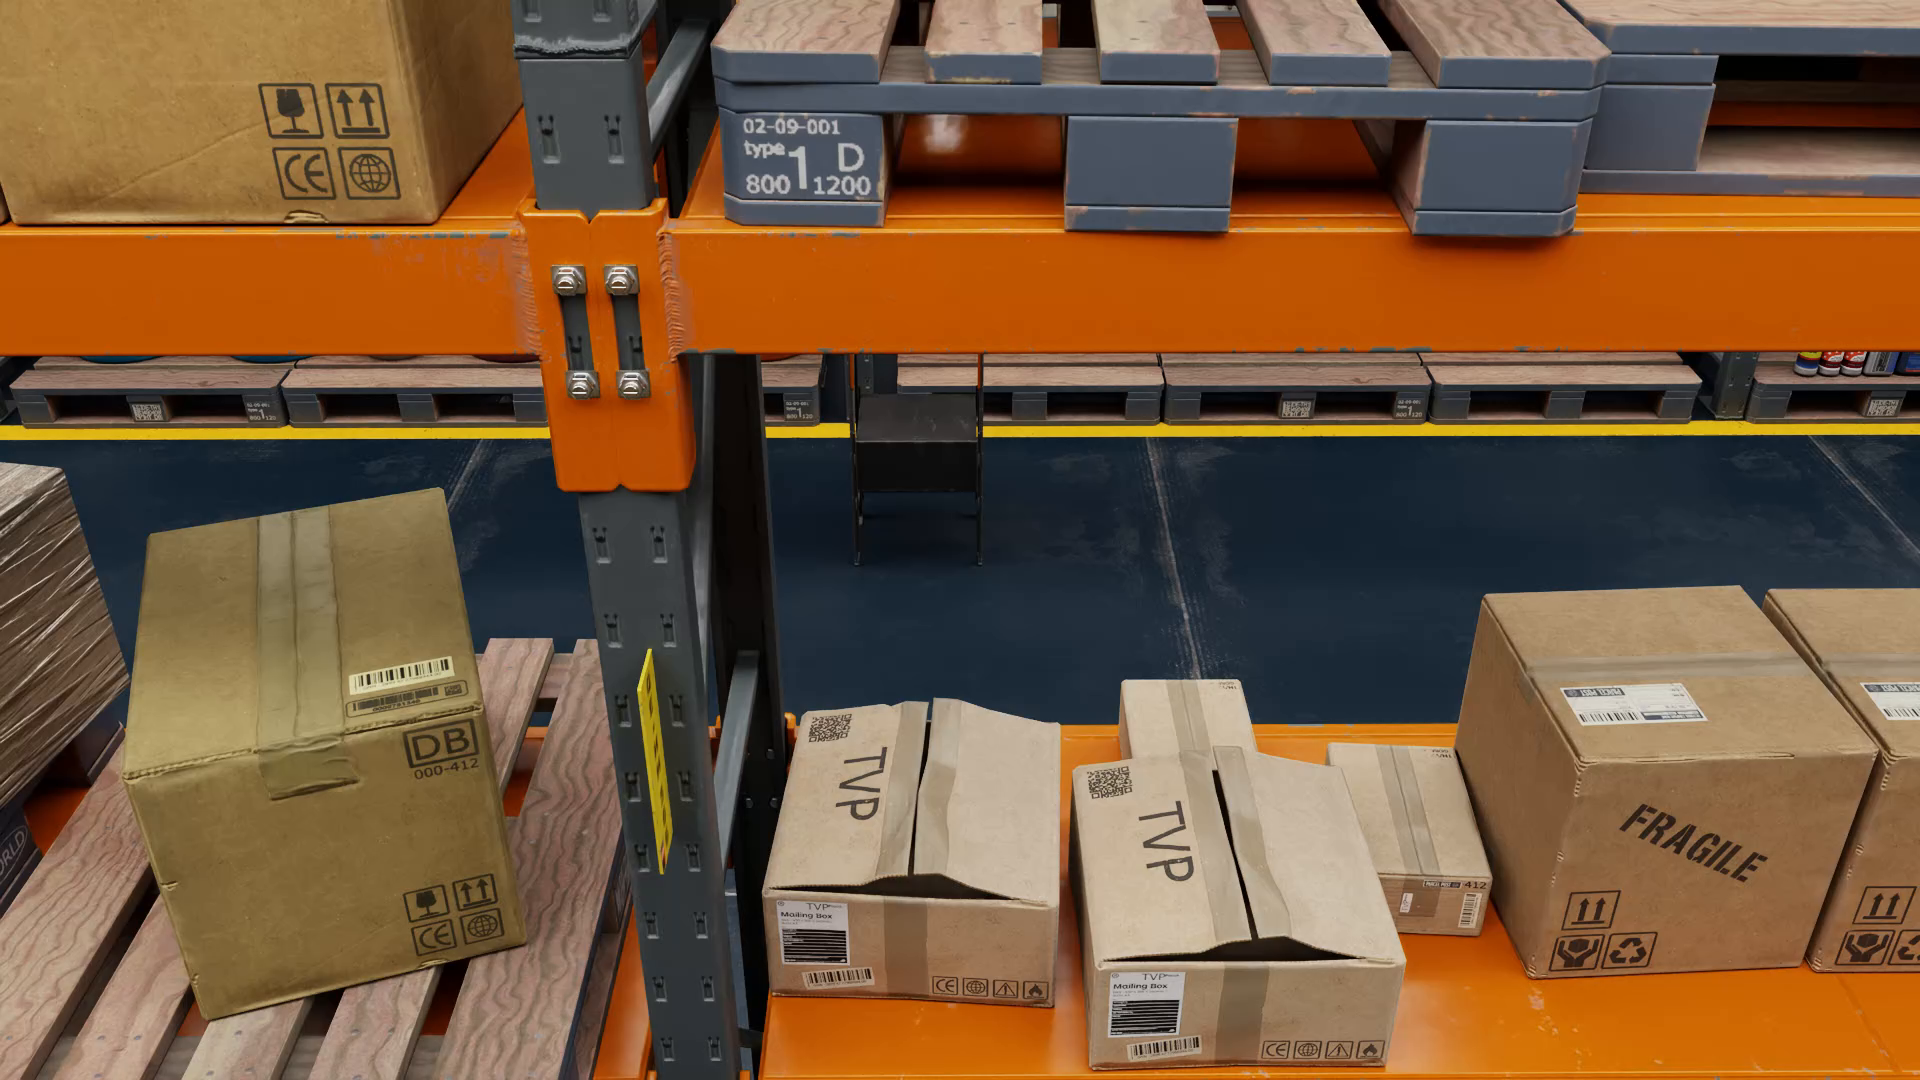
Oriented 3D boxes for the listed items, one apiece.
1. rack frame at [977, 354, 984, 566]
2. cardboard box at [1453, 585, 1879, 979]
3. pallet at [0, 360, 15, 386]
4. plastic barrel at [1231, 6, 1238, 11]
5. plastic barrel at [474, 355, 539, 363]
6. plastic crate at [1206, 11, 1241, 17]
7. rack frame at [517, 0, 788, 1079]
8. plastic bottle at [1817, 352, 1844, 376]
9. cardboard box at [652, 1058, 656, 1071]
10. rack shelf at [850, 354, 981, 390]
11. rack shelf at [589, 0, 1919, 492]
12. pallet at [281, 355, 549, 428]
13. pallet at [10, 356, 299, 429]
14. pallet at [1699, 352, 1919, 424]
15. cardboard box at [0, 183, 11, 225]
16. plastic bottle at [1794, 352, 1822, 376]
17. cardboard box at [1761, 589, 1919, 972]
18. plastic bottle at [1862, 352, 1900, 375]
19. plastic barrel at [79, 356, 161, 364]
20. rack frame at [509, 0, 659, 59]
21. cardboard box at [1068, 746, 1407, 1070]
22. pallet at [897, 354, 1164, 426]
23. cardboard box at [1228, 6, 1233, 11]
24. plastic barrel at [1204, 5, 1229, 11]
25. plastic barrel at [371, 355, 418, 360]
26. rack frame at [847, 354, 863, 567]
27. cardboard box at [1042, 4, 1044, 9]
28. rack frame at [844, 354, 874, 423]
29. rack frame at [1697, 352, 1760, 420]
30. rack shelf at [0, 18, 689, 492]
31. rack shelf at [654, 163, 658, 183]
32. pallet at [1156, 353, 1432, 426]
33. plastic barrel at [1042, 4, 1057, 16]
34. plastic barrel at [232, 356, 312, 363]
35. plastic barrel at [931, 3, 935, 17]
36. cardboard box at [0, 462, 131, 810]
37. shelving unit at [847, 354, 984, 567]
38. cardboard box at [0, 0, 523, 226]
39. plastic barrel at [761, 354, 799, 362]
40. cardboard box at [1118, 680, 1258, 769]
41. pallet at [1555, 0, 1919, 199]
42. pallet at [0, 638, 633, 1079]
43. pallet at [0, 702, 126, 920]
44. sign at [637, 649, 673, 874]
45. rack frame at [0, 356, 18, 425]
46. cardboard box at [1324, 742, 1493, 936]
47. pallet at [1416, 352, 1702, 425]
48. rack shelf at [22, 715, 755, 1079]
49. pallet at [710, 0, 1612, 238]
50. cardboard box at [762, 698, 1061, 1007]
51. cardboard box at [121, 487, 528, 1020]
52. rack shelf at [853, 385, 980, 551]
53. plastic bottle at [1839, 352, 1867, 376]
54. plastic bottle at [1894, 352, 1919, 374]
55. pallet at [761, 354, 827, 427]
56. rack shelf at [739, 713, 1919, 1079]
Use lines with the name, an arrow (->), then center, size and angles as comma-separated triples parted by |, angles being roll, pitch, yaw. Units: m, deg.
rack frame -> 0.078, -0.898, 6.206 | 0.015, 2.100, 0.400 | 0, 31, 0
cardboard box -> 1.244, 0.433, 3.048 | 0.500, 0.500, 0.500 | -2, 31, -3
pallet -> -5.195, -0.853, 7.952 | 1.213, 0.211, 1.003 | 0, 31, 0
plastic barrel -> 1.415, -2.258, 7.448 | 0.433, 0.535, 0.433 | 0, 31, 0
plastic barrel -> -2.079, -1.215, 7.780 | 0.708, 0.588, 0.600 | 0, 31, 0
plastic crate -> 1.158, -1.954, 7.017 | 0.583, 0.464, 0.402 | 0, 31, 0
rack frame -> -0.434, 0.489, 3.052 | 0.127, 3.000, 1.000 | 0, 31, 0
plastic bottle -> 3.963, -0.858, 7.546 | 0.097, 0.201, 0.097 | 0, 31, 0
cardboard box -> -0.891, 1.223, 3.828 | 0.500, 0.500, 0.500 | 1, 31, 2
rack shelf -> -0.166, -0.886, 6.212 | 0.480, 0.518, 0.431 | 0, 31, 0
rack shelf -> 1.566, -0.492, 2.470 | 4.000, 0.370, 1.077 | 0, 31, 0
pallet -> -2.465, -0.861, 7.966 | 1.213, 0.211, 1.003 | 0, 31, 0
pallet -> -3.688, -0.856, 7.957 | 1.213, 0.211, 1.003 | 0, 31, 0
pallet -> 4.212, -0.881, 7.998 | 1.213, 0.211, 1.003 | 0, 31, 0
cardboard box -> -1.380, -0.815, 2.214 | 0.500, 0.500, 0.910 | 0, 31, 0
plastic bottle -> 3.861, -0.888, 7.527 | 0.097, 0.271, 0.097 | 0, 31, 0
cardboard box -> 1.770, 0.431, 3.051 | 0.500, 0.500, 0.500 | 0, 31, 0
plastic bottle -> 4.184, -0.905, 7.551 | 0.135, 0.276, 0.152 | 1, 31, 2
plastic barrel -> -3.916, -1.343, 7.689 | 0.708, 0.901, 0.600 | 0, 31, 0
rack frame -> -0.434, -2.075, 1.495 | 0.127, 3.000, 1.000 | 0, 31, 0
cardboard box -> 0.461, 0.625, 2.914 | 0.500, 0.311, 0.500 | -1, 31, -1
pallet -> 0.315, -0.870, 7.981 | 1.213, 0.211, 1.003 | 0, 31, 0
cardboard box -> 1.859, -3.797, 12.101 | 0.500, 0.500, 0.700 | -3, 31, -5
plastic barrel -> 0.988, -2.243, 7.447 | 0.421, 0.512, 0.421 | 0, 31, 0
plastic barrel -> -2.643, -1.134, 7.721 | 0.421, 0.512, 0.421 | 0, 31, 0
rack frame -> -0.410, -0.896, 6.203 | 0.015, 2.100, 0.400 | 0, 31, 0
cardboard box -> 0.734, -3.789, 12.089 | 0.500, 0.500, 0.700 | -3, 31, -4
rack frame -> -0.460, -2.080, 7.286 | 0.127, 3.000, 1.000 | 0, 31, 0
rack frame -> 3.540, -2.092, 7.307 | 0.127, 3.000, 1.000 | 0, 31, 0
rack shelf -> -2.434, -0.479, 2.450 | 4.000, 0.370, 1.077 | 0, 31, 0
rack shelf -> -2.460, -1.766, 7.463 | 4.000, 0.370, 1.077 | 0, 31, 0
pallet -> 1.532, -0.872, 7.984 | 1.213, 0.211, 1.003 | 0, 31, 0
plastic barrel -> 0.567, -2.242, 7.445 | 0.421, 0.512, 0.421 | 0, 31, 0
plastic barrel -> -3.208, -1.345, 7.693 | 0.708, 0.901, 0.600 | 0, 31, 0
plastic barrel -> 0.002, -2.297, 7.513 | 0.708, 0.536, 0.600 | 0, 31, 0
cardboard box -> -1.979, 0.231, 2.976 | 0.500, 0.500, 0.700 | 6, 32, 9
shelving unit -> -0.166, -0.897, 6.204 | 0.503, 2.100, 0.431 | 0, 31, 0
cardboard box -> -0.870, -0.817, 2.217 | 0.500, 0.500, 0.910 | 0, 31, 0
plastic barrel -> -0.949, -1.321, 7.723 | 0.708, 0.830, 0.600 | 0, 31, 0
cardboard box -> 0.464, 0.451, 3.358 | 0.250, 0.149, 0.380 | 0, 31, 0
pallet -> 1.362, -0.766, 2.411 | 1.213, 0.211, 1.003 | 1, 31, 2
pallet -> -1.111, 0.610, 3.038 | 1.003, 0.211, 1.213 | 0, 31, 0
pallet -> -2.379, 0.580, 3.087 | 1.213, 0.211, 1.003 | 0, 31, 0
sign -> -0.421, 0.310, 2.308 | 0.005, 0.325, 0.100 | 0, 31, 0
rack frame -> -4.460, -2.067, 7.266 | 0.127, 3.000, 1.000 | 0, 31, 0
cardboard box -> 0.841, 0.564, 3.171 | 0.250, 0.149, 0.380 | 2, 31, 3
pallet -> 2.755, -0.878, 7.993 | 1.213, 0.211, 1.003 | 0, 31, 0
rack shelf -> -2.434, 0.803, 3.228 | 4.000, 0.370, 1.077 | 0, 31, 0
pallet -> 0.244, -0.761, 2.402 | 1.003, 0.211, 1.213 | 1, 31, 2
cardboard box -> -0.070, 0.549, 3.039 | 0.500, 0.311, 0.500 | 2, 31, 3
cardboard box -> -1.063, 0.328, 2.817 | 0.500, 0.500, 0.700 | -11, 33, -17
rack shelf -> -0.166, -0.287, 6.575 | 0.480, 0.518, 0.431 | 0, 31, 0
plastic bottle -> 4.064, -0.858, 7.547 | 0.097, 0.201, 0.097 | 0, 31, 0
plastic bottle -> 4.349, -0.935, 7.529 | 0.185, 0.351, 0.144 | 1, 31, 1
pallet -> -1.248, -0.864, 7.970 | 1.213, 0.211, 1.003 | 0, 31, 0
rack shelf -> 1.566, 0.791, 3.249 | 4.000, 0.370, 1.077 | 0, 31, 0
